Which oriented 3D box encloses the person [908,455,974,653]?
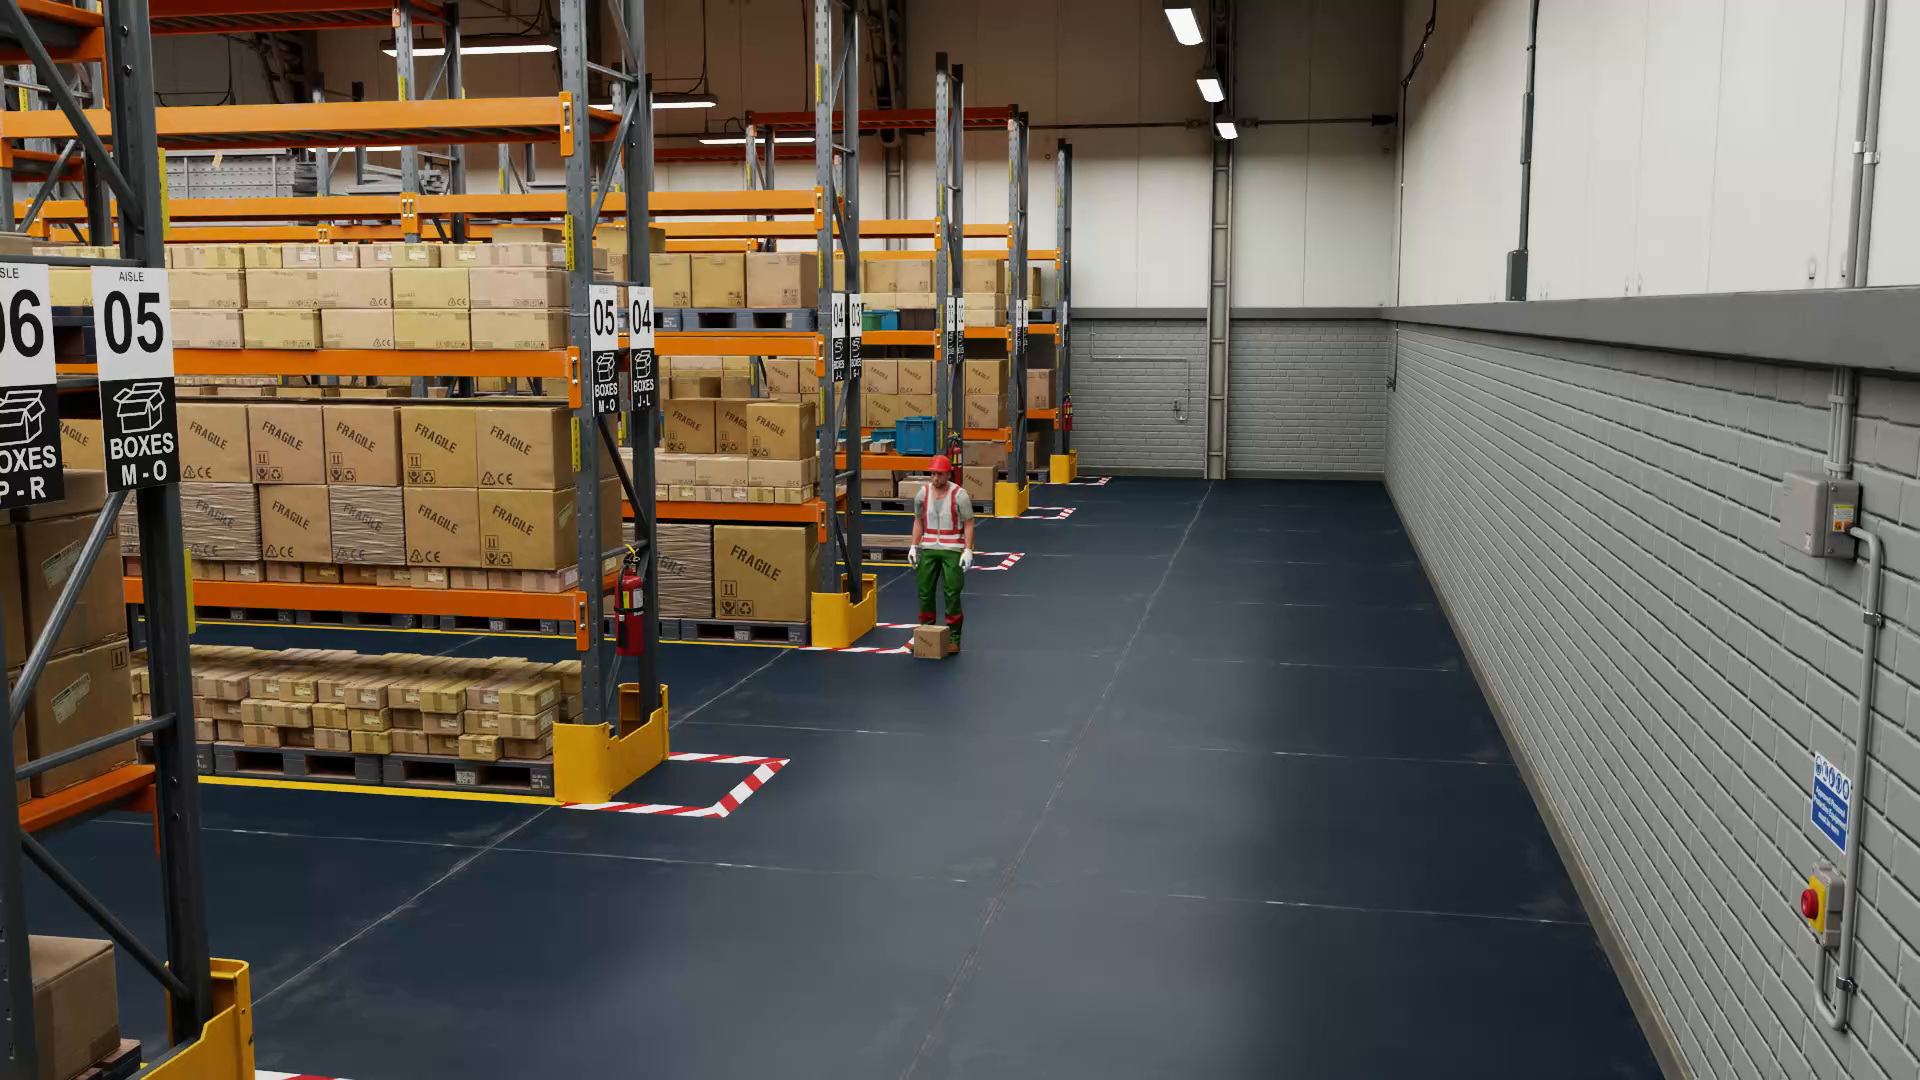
[{"bbox_3d":[-0.171,0.122,14.876,0.617,1.778,0.456,3,8,22],"label":"person"}]
